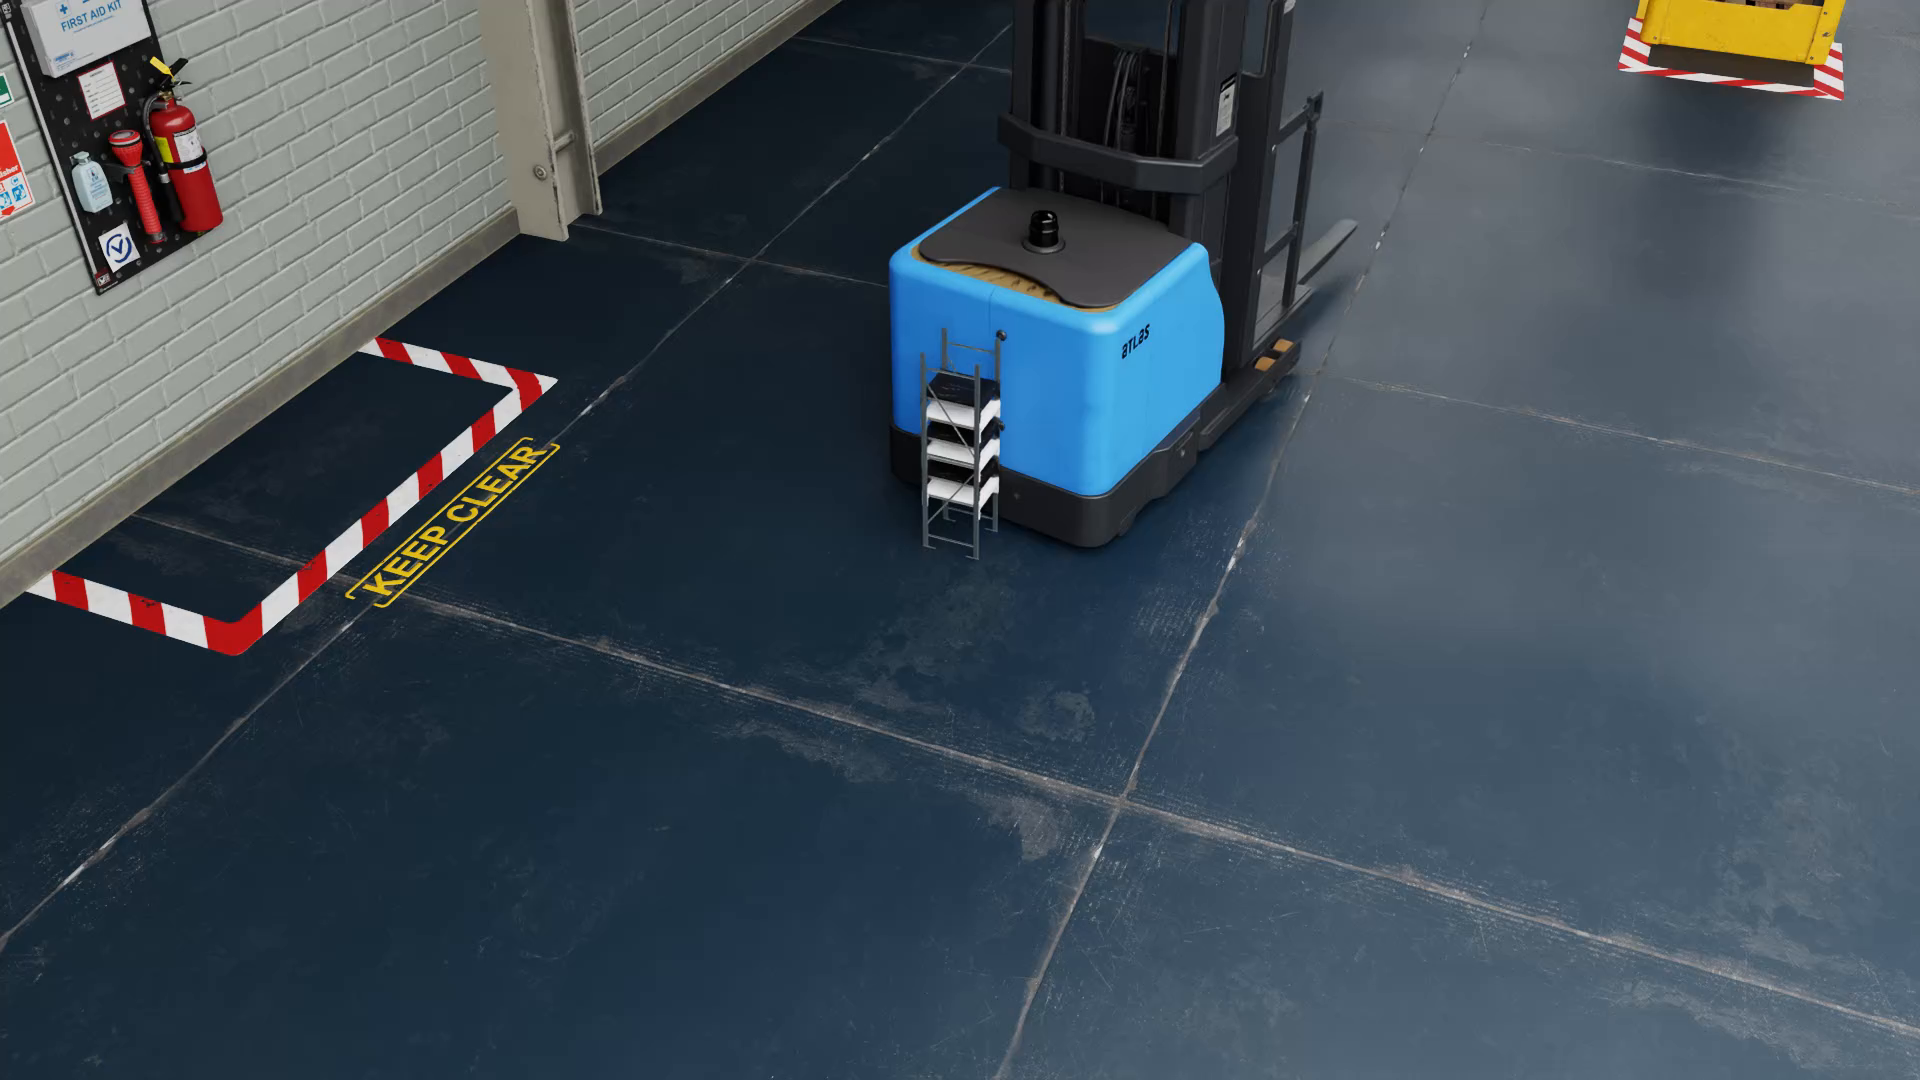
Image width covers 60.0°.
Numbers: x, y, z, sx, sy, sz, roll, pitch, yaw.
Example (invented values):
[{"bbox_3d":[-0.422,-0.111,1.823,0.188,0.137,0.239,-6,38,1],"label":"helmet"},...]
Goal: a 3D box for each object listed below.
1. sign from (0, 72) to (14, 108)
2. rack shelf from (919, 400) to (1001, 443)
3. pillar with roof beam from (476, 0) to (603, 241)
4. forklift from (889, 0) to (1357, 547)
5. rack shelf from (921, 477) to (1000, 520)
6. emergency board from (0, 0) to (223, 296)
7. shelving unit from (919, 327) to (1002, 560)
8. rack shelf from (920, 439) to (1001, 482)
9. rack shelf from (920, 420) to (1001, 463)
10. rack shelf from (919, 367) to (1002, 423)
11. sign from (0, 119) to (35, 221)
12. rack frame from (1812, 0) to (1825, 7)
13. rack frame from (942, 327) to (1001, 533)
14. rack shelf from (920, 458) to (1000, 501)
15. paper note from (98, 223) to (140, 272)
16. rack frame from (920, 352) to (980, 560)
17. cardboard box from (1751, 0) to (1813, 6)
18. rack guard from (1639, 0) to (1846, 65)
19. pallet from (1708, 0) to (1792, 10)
[{"bbox_3d":[-3.457,-1.526,5.814,0.001,0.109,0.331,14,39,18],"label":"sign"},{"bbox_3d":[0.002,-0.482,6.398,0.258,0.077,0.200,14,39,18],"label":"rack shelf"},{"bbox_3d":[1.796,-4.364,5.072,9.100,9.000,0.400,14,39,18],"label":"pillar with roof beam"},{"bbox_3d":[0.938,-1.991,6.966,1.130,2.935,3.031,22,42,26],"label":"forklift"},{"bbox_3d":[0.002,-0.193,6.613,0.258,0.077,0.200,14,39,18],"label":"rack shelf"},{"bbox_3d":[-3.161,-1.582,6.361,0.194,1.169,0.643,14,39,18],"label":"emergency board"},{"bbox_3d":[0.002,-0.364,6.486,0.258,0.900,0.210,14,39,18],"label":"shelving unit"},{"bbox_3d":[0.002,-0.338,6.506,0.258,0.077,0.200,14,39,18],"label":"rack shelf"},{"bbox_3d":[0.002,-0.410,6.452,0.258,0.077,0.200,14,39,18],"label":"rack shelf"},{"bbox_3d":[0.002,-0.554,6.344,0.258,0.077,0.200,14,39,18],"label":"rack shelf"},{"bbox_3d":[-3.467,-1.313,5.972,0.001,0.329,0.234,14,39,18],"label":"sign"},{"bbox_3d":[5.214,-4.552,10.335,1.000,3.000,0.127,14,39,18],"label":"rack frame"},{"bbox_3d":[0.042,-0.420,6.561,0.240,0.900,0.006,14,39,18],"label":"rack frame"},{"bbox_3d":[0.002,-0.266,6.560,0.258,0.077,0.200,14,39,18],"label":"rack shelf"},{"bbox_3d":[-3.292,-1.147,6.514,0.016,0.148,0.142,14,39,18],"label":"paper note"},{"bbox_3d":[-0.037,-0.308,6.411,0.240,0.900,0.006,14,39,18],"label":"rack frame"},{"bbox_3d":[5.623,-3.865,11.362,0.500,0.250,0.500,14,39,18],"label":"cardboard box"},{"bbox_3d":[5.205,-3.538,11.066,1.175,0.500,0.348,14,39,18],"label":"rack guard"},{"bbox_3d":[5.466,-3.868,11.749,1.003,0.211,1.213,14,39,18],"label":"pallet"}]
